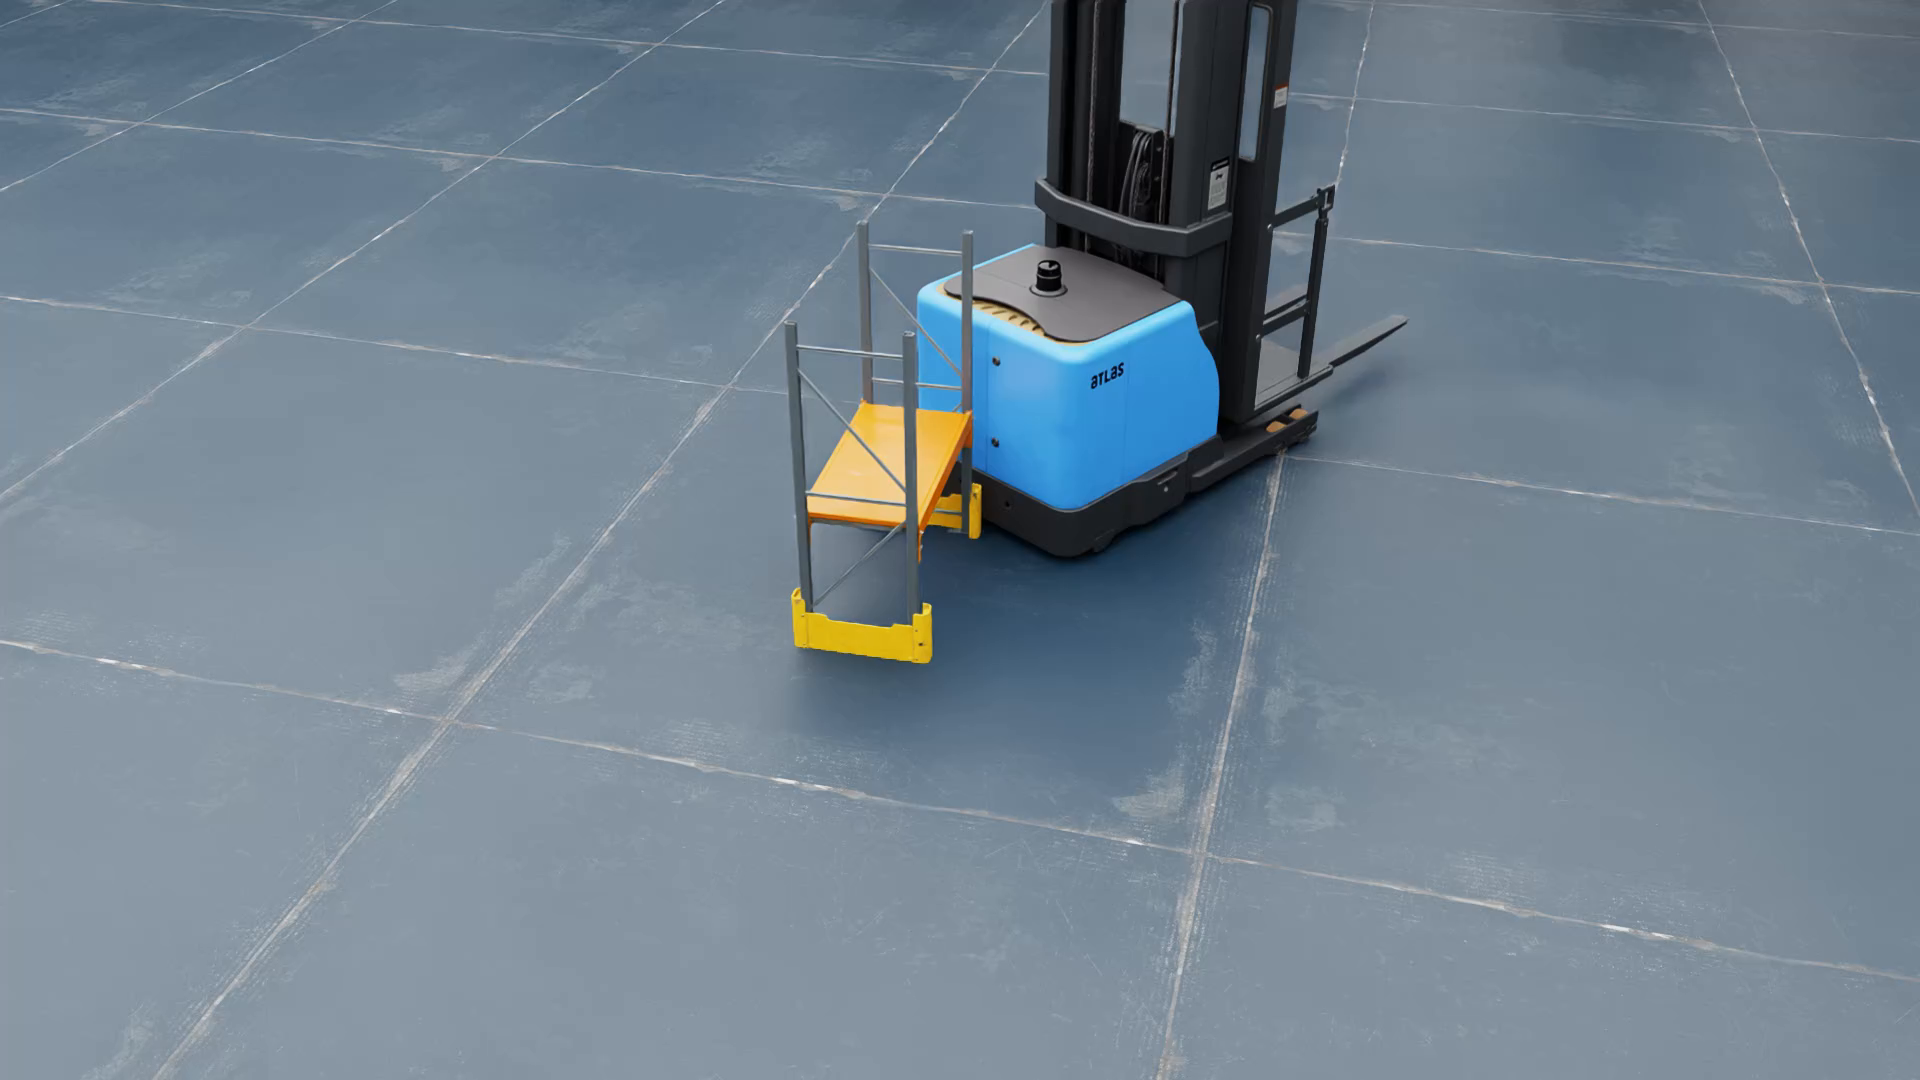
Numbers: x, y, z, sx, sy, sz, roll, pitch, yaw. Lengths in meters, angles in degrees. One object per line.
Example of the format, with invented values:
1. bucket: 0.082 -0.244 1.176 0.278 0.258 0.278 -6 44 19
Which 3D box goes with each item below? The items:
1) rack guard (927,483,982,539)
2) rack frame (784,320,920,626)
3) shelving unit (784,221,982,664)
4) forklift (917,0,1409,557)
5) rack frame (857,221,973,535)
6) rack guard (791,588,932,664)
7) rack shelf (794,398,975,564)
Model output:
1. rack guard: -0.192 -0.163 7.773 0.587 0.250 0.087 7 33 11
2. rack frame: -0.414 -0.159 6.602 0.500 1.500 0.032 7 33 11
3. shelving unit: -0.301 -0.430 7.028 0.587 1.500 1.083 7 33 11
4. forklift: 1.193 -1.846 7.922 3.031 2.935 1.130 -28 42 -36
5. rack frame: -0.192 -0.691 7.439 0.500 1.500 0.032 7 33 11
6. rack guard: -0.409 0.359 6.953 0.587 0.250 0.087 7 33 11
7. rack shelf: -0.303 -0.273 7.117 0.538 0.185 1.000 7 33 11
